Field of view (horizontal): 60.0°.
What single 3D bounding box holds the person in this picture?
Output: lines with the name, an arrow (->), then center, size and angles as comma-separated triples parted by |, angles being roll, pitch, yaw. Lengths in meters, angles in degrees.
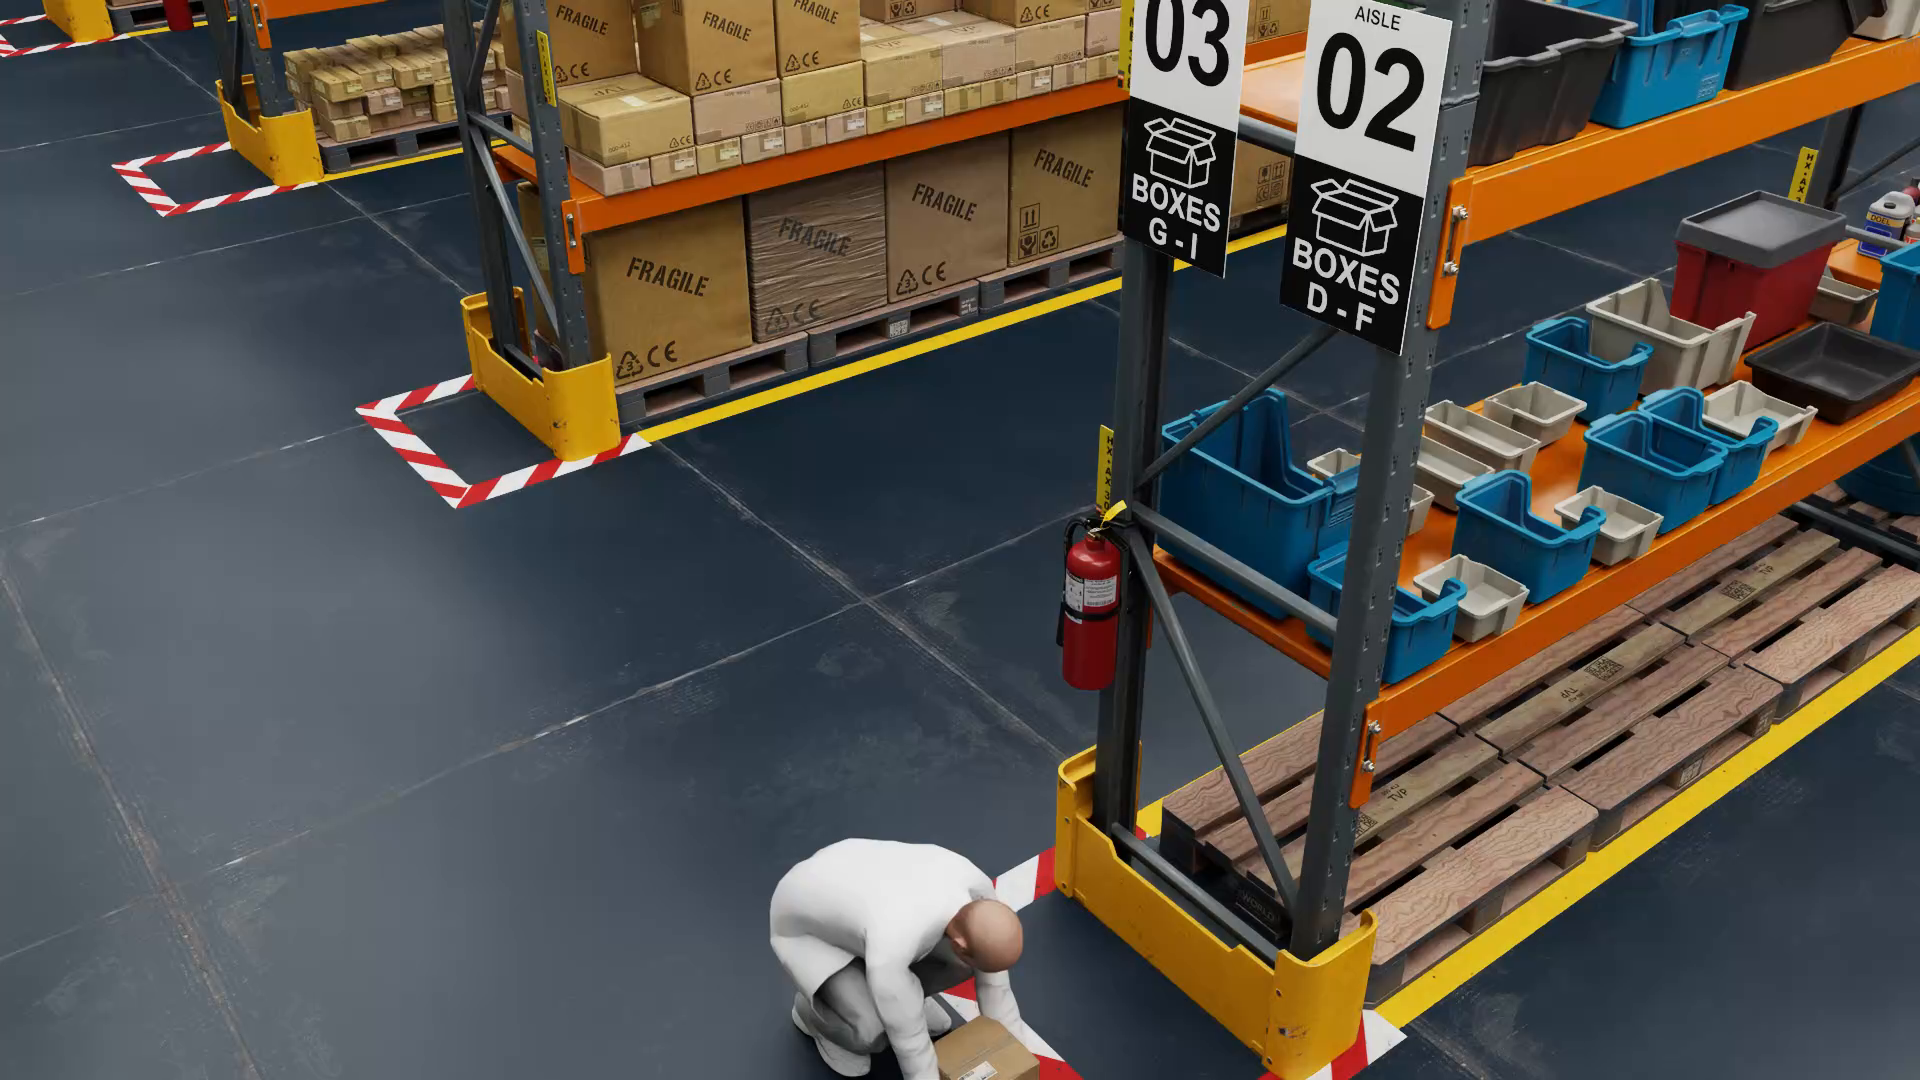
person -> -0.185, 1.308, 5.052 | 0.582, 0.894, 0.931 | -27, 41, -36
